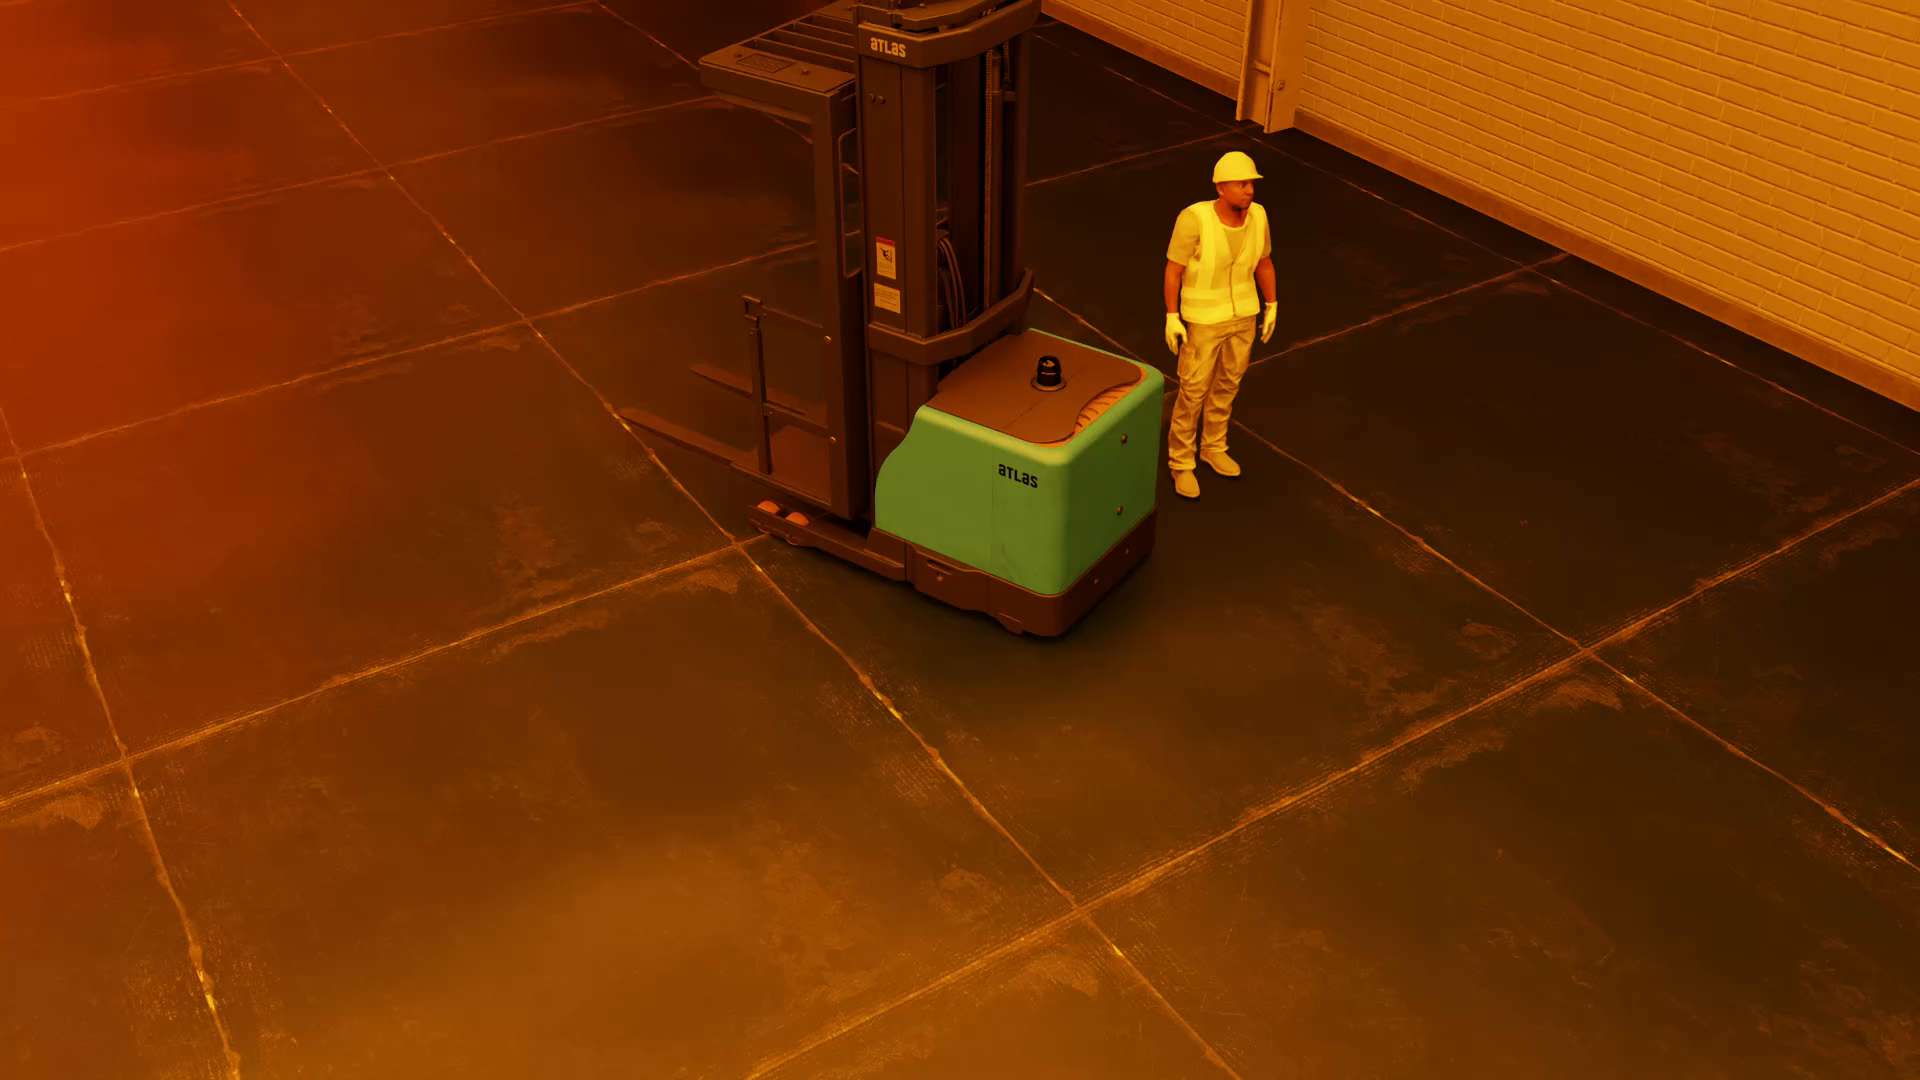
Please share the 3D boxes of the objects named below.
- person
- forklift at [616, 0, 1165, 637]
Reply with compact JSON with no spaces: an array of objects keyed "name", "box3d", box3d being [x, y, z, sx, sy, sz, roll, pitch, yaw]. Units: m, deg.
[{"name":"person","box3d":[1.401,-1.141,8.761,0.659,1.786,0.564,-13,37,-18]},{"name":"forklift","box3d":[-0.500,-1.399,8.138,3.031,2.935,1.130,22,41,28]}]
